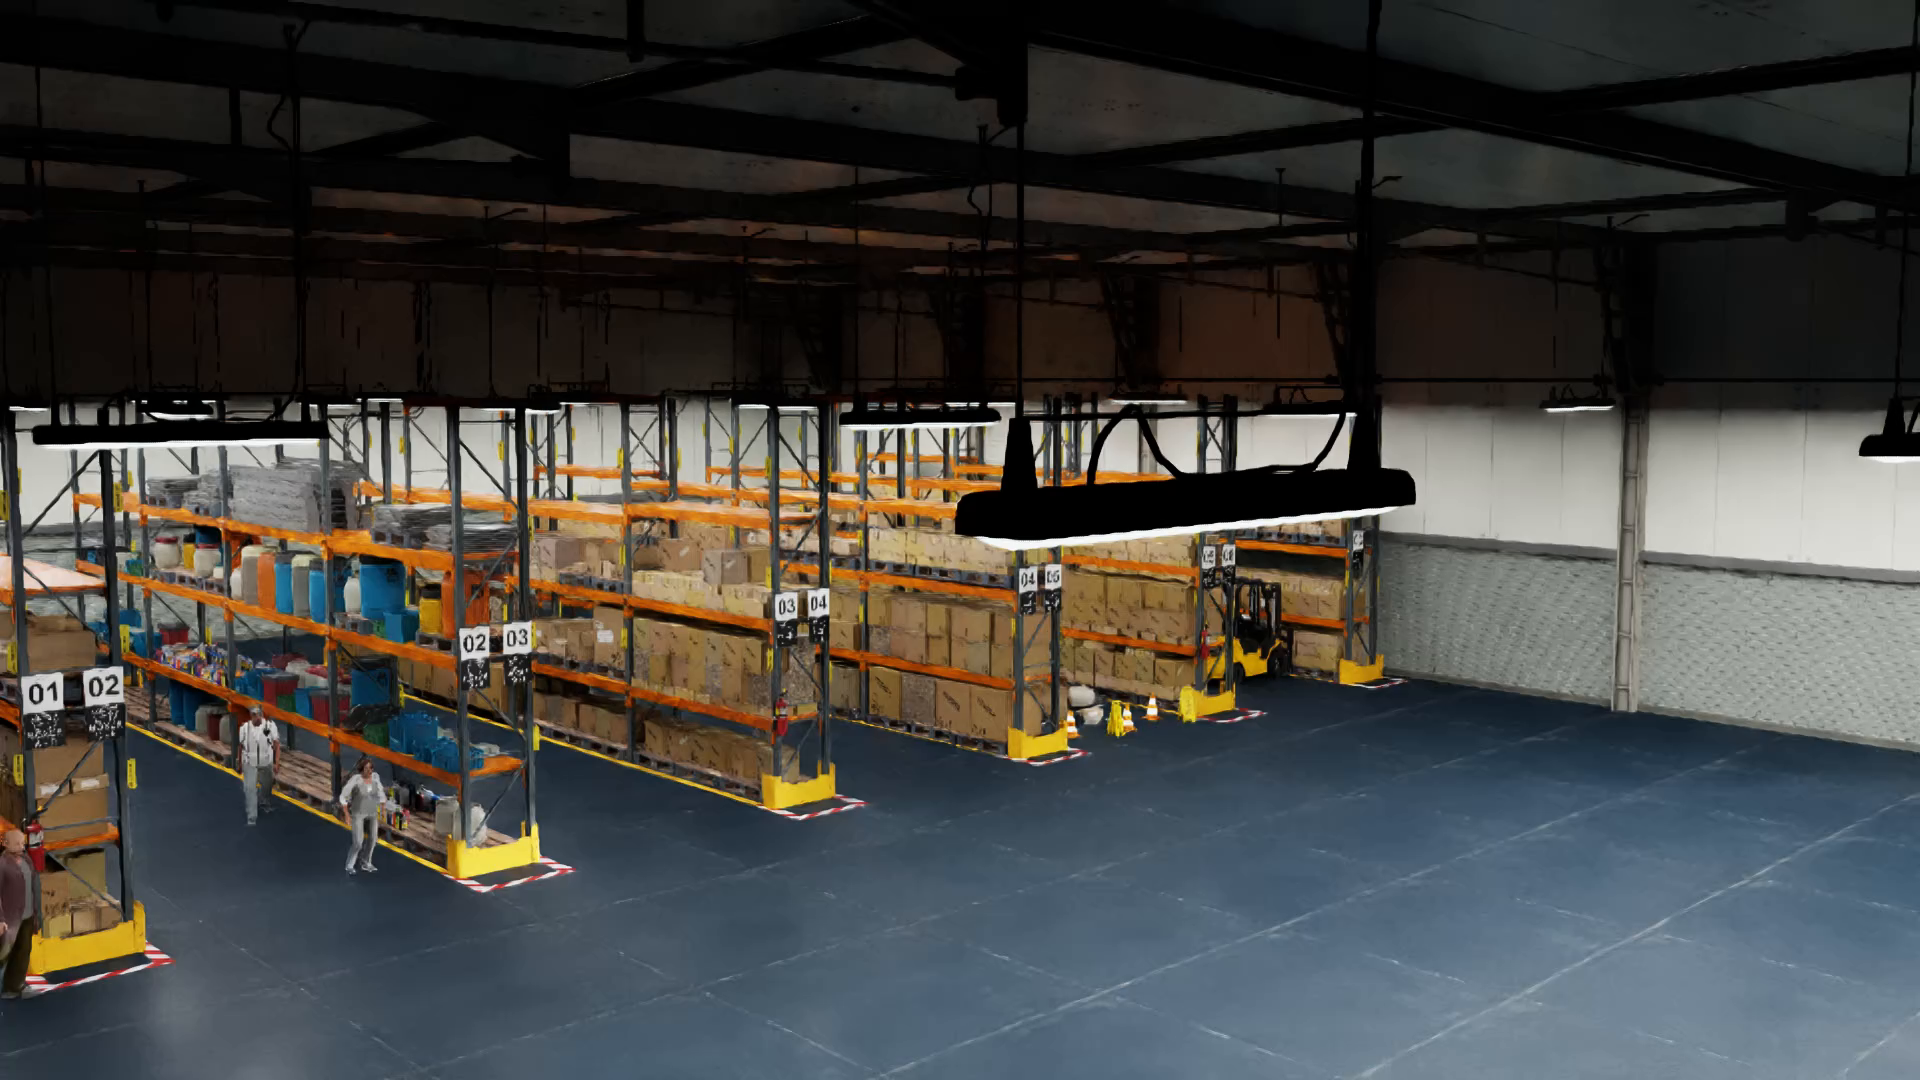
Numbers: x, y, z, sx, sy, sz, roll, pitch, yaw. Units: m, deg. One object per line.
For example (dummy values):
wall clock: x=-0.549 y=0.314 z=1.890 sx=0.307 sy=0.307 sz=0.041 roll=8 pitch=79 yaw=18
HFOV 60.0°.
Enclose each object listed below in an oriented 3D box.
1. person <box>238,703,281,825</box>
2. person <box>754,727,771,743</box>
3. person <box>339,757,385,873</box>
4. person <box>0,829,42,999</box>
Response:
person: x=-10.051 y=3.162 z=23.857 sx=0.564 sy=1.724 sz=0.942 roll=-3 pitch=6 yaw=-27
person: x=-3.221 y=2.751 z=27.744 sx=0.645 sy=1.772 sz=0.464 roll=2 pitch=6 yaw=24
person: x=-7.639 y=3.516 z=21.266 sx=0.566 sy=1.540 sz=0.516 roll=-5 pitch=8 yaw=-44
person: x=-9.709 y=3.820 z=16.840 sx=0.543 sy=1.768 sz=0.770 roll=1 pitch=6 yaw=10
